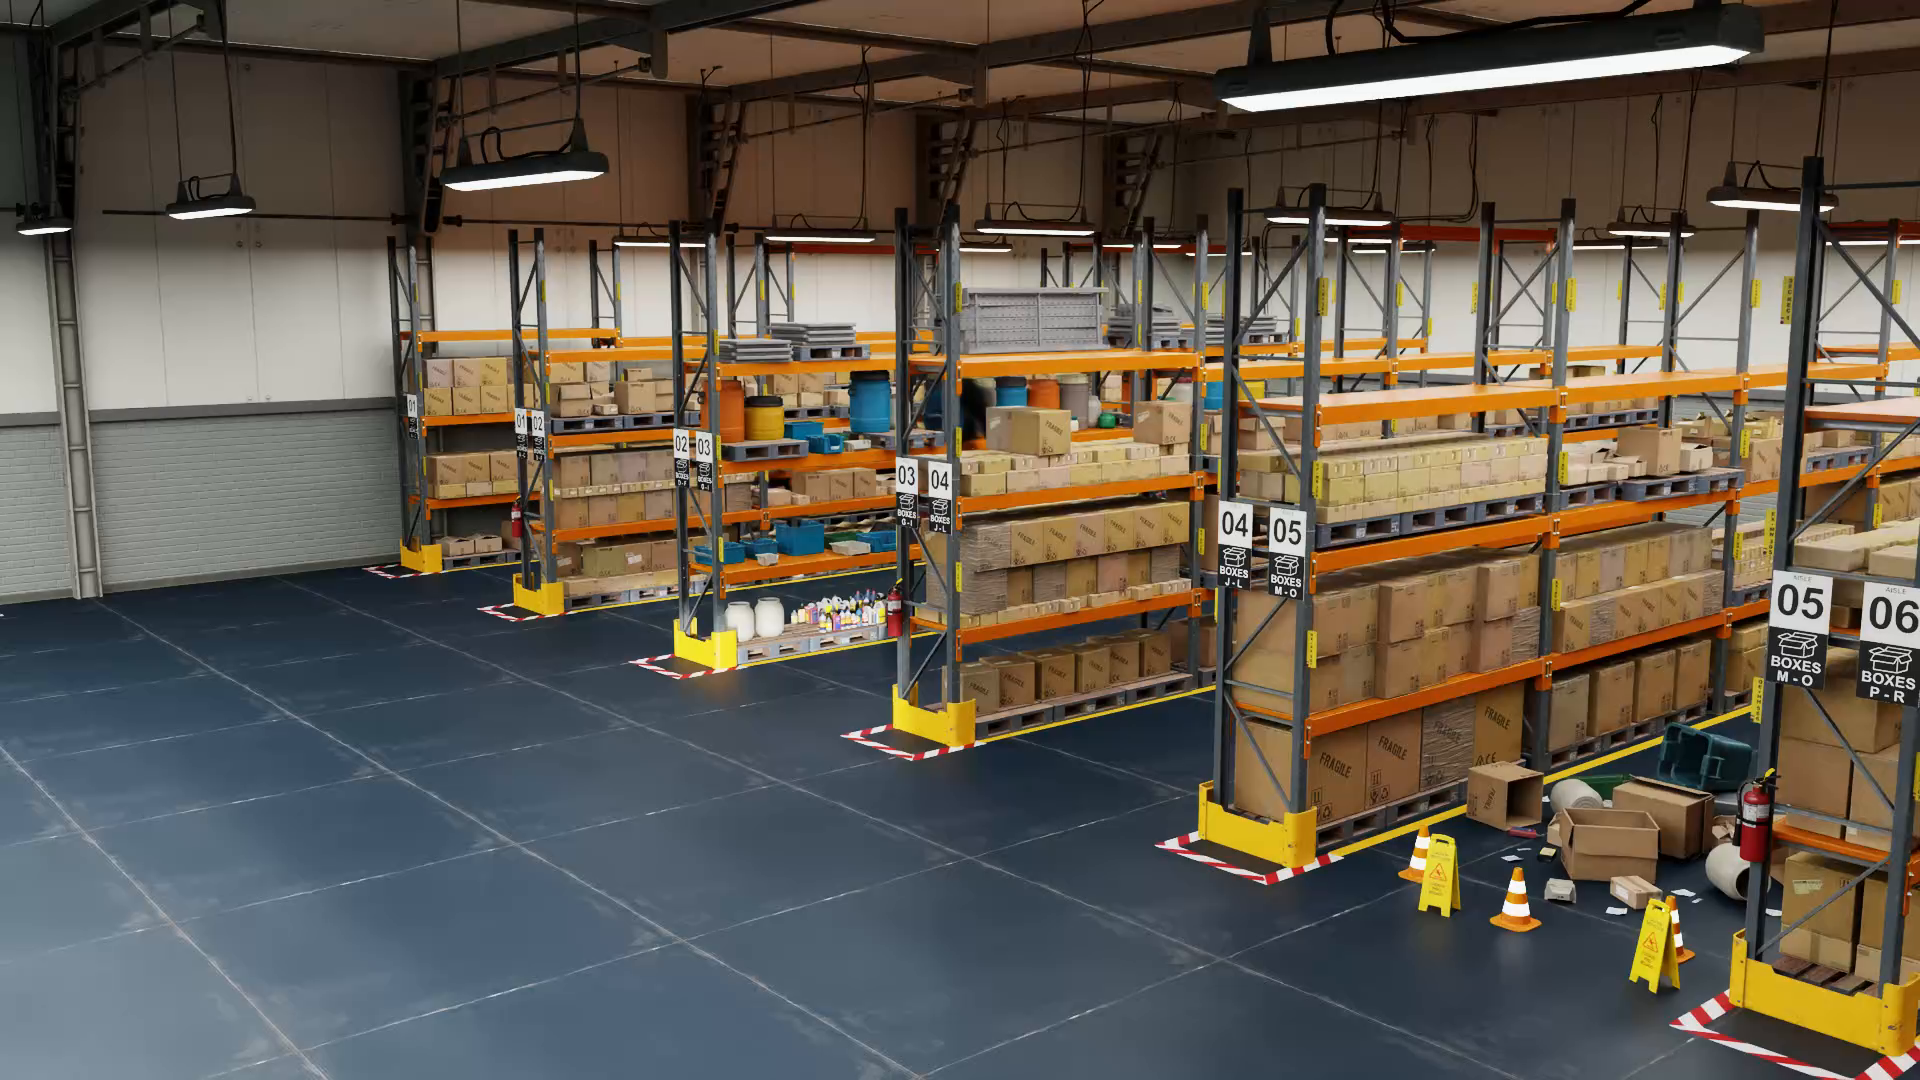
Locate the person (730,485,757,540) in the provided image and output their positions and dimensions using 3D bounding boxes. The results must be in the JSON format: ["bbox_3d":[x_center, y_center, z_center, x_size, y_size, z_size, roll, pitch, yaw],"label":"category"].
[{"bbox_3d":[-4.056,-0.450,31.042,0.705,1.722,0.578,8,12,44],"label":"person"}]
